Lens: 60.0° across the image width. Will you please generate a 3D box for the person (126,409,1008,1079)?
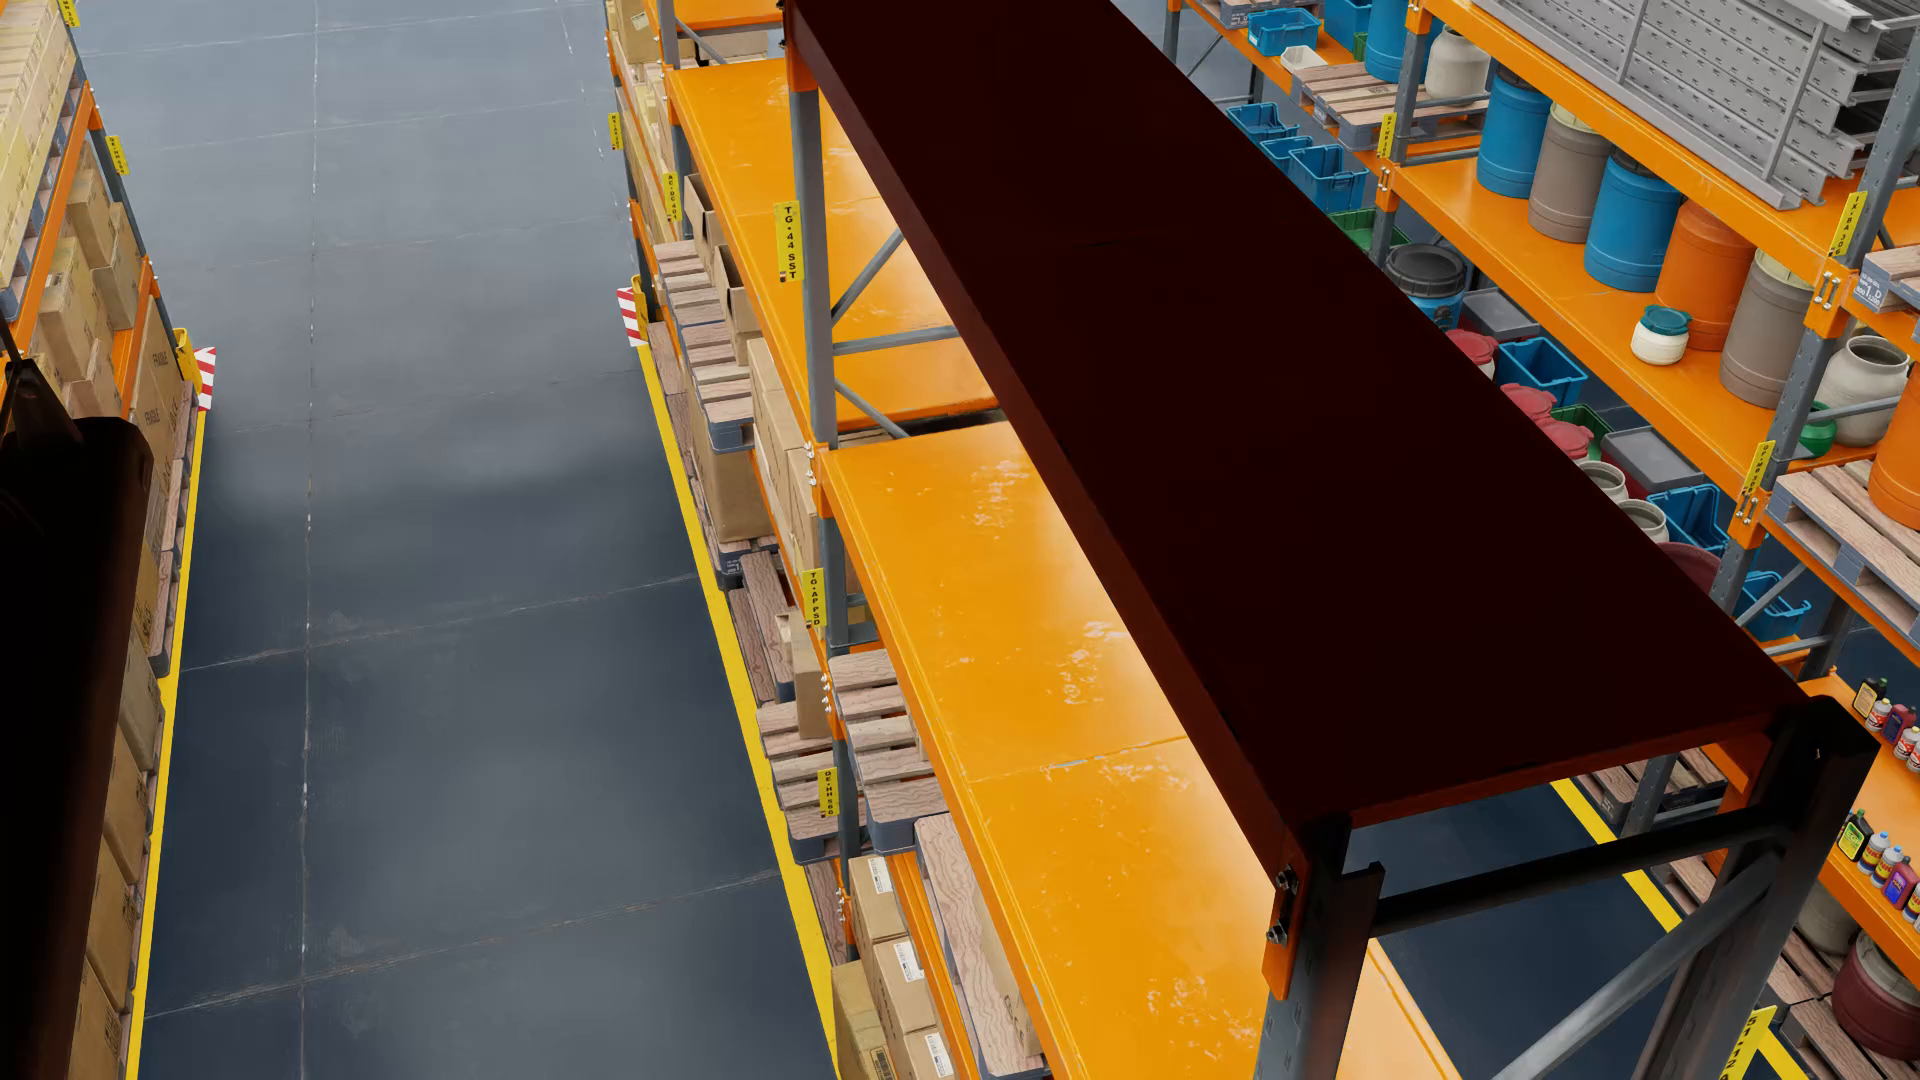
[{"bbox_3d":[-2.258,1.069,10.195,6.205,1.748,5.854,-4,39,-5],"label":"person"}]
